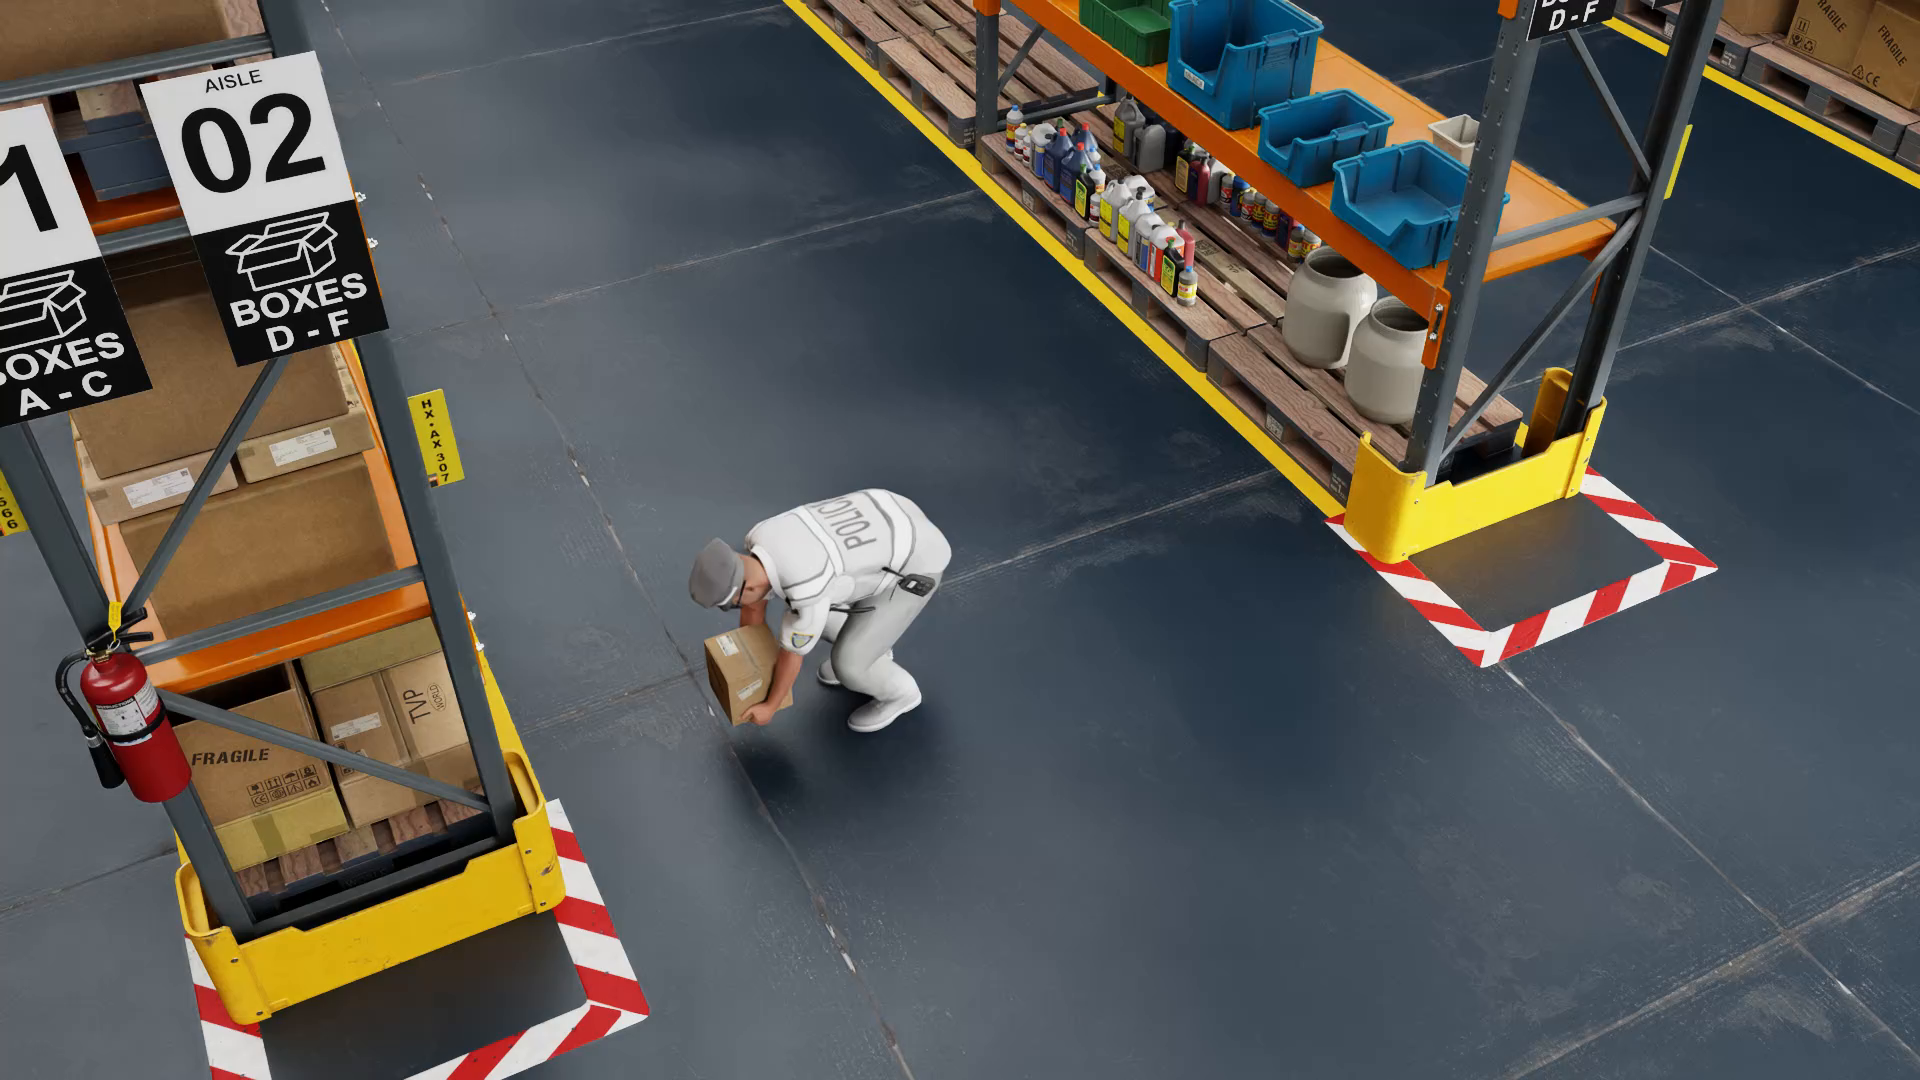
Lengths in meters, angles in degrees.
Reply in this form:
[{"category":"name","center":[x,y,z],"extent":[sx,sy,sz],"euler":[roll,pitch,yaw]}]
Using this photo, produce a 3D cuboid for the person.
[{"category":"person","center":[-0.526,0.288,6.376],"extent":[1.024,1.028,0.543],"euler":[-21,45,-22]}]
